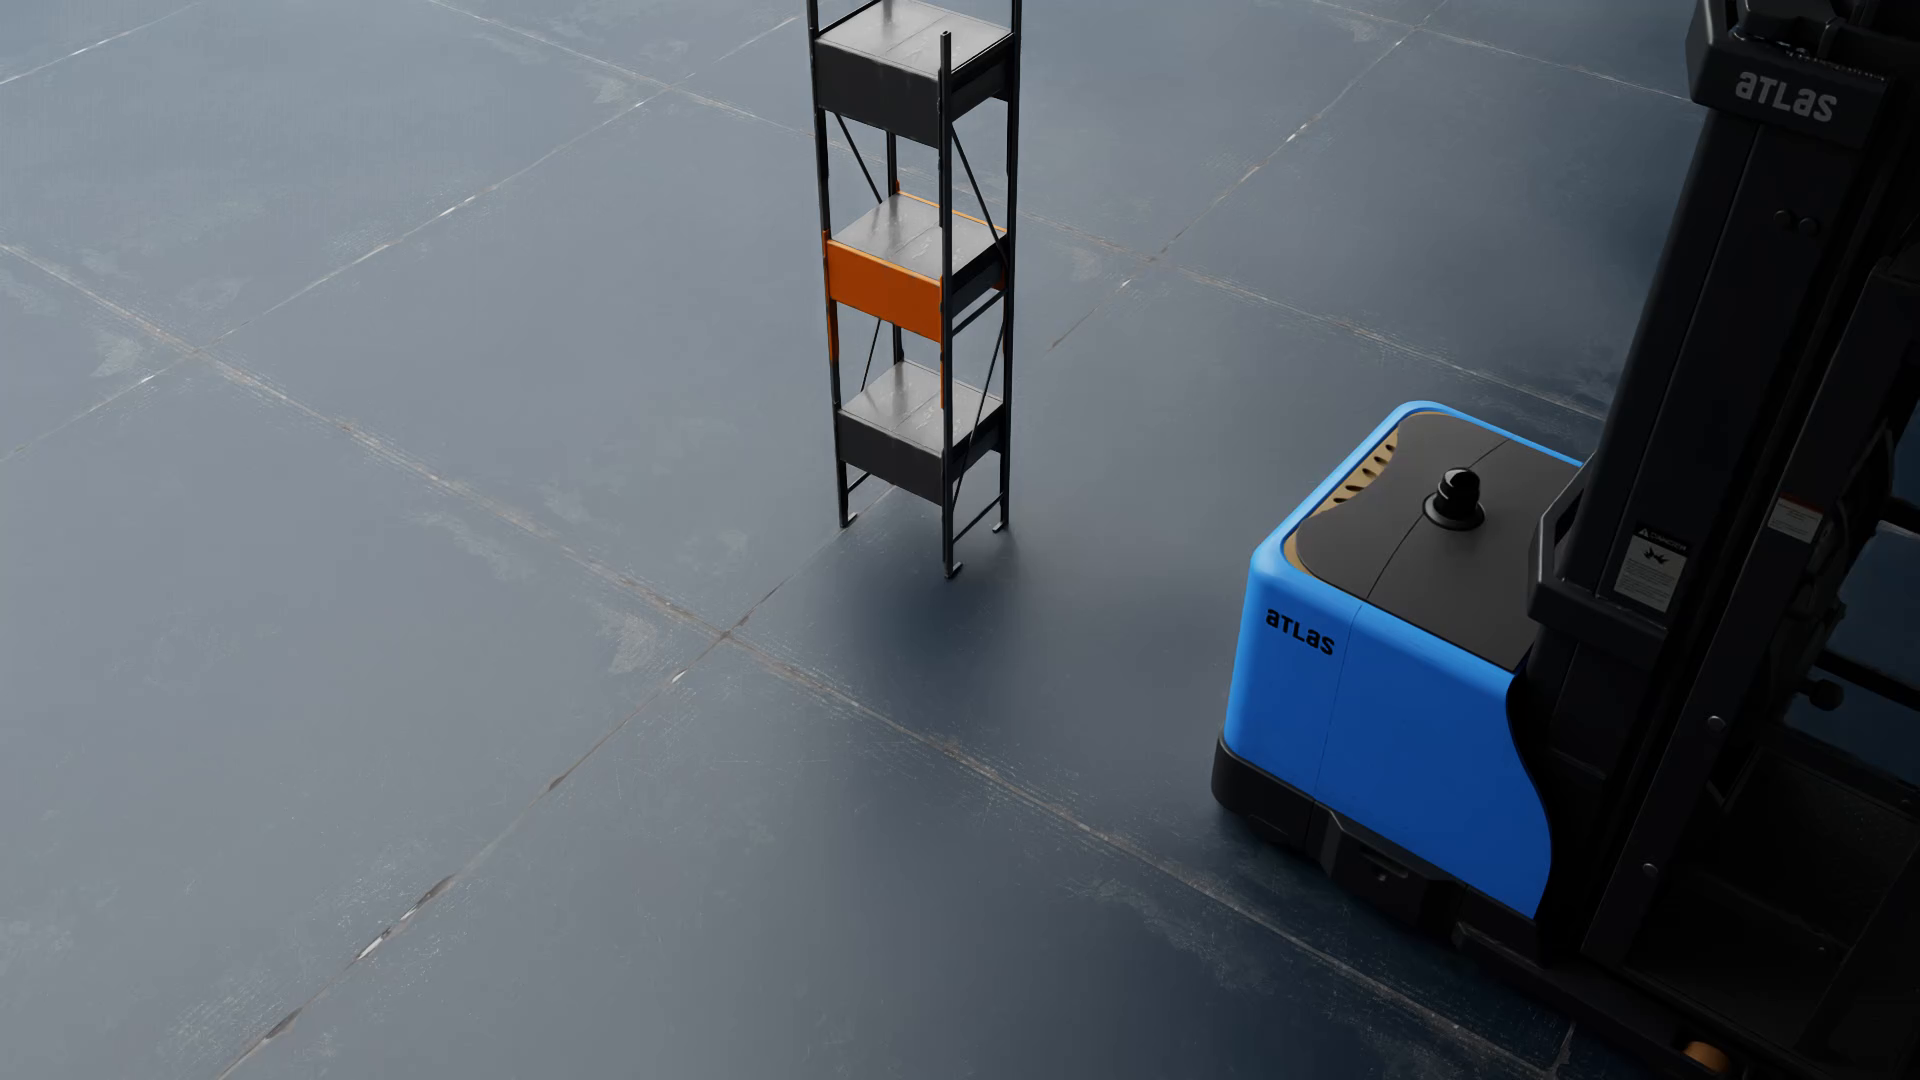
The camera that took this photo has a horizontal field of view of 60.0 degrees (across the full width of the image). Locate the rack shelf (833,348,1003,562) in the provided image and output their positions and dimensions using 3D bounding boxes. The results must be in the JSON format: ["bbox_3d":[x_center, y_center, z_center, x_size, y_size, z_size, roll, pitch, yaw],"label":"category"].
[{"bbox_3d":[-0.136,-0.314,6.097,0.480,0.518,0.431,25,48,25],"label":"rack shelf"}]

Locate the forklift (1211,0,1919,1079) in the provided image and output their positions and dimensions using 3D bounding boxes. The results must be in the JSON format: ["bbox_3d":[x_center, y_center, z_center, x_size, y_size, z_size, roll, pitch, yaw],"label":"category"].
[{"bbox_3d":[2.261,0.116,3.923,3.031,2.935,1.130,28,49,28],"label":"forklift"}]

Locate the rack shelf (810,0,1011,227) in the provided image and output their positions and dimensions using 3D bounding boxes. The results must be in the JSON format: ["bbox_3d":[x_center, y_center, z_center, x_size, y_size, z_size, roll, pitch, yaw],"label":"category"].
[{"bbox_3d":[-0.135,-1.357,5.163,0.480,0.518,0.431,25,48,25],"label":"rack shelf"}]

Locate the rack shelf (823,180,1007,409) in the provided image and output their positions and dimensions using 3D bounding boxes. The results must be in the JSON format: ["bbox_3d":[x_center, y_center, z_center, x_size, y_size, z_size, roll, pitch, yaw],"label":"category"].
[{"bbox_3d":[-0.135,-0.836,5.630,0.480,0.518,0.431,25,48,25],"label":"rack shelf"}]

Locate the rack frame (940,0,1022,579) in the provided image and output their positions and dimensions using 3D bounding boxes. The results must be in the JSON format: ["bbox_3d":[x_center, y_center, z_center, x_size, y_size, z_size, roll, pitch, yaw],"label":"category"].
[{"bbox_3d":[0.064,-0.752,5.516,0.015,2.100,0.400,25,48,25],"label":"rack frame"}]

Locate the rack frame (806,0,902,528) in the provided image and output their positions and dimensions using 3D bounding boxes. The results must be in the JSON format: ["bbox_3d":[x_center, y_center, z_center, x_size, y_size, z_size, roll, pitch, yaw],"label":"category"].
[{"bbox_3d":[-0.335,-0.939,5.725,0.015,2.100,0.400,25,48,25],"label":"rack frame"}]

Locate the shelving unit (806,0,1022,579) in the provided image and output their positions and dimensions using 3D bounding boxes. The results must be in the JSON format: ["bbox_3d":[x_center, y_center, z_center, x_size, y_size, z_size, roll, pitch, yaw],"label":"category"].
[{"bbox_3d":[-0.135,-0.846,5.621,0.503,2.100,0.431,25,48,25],"label":"shelving unit"}]
